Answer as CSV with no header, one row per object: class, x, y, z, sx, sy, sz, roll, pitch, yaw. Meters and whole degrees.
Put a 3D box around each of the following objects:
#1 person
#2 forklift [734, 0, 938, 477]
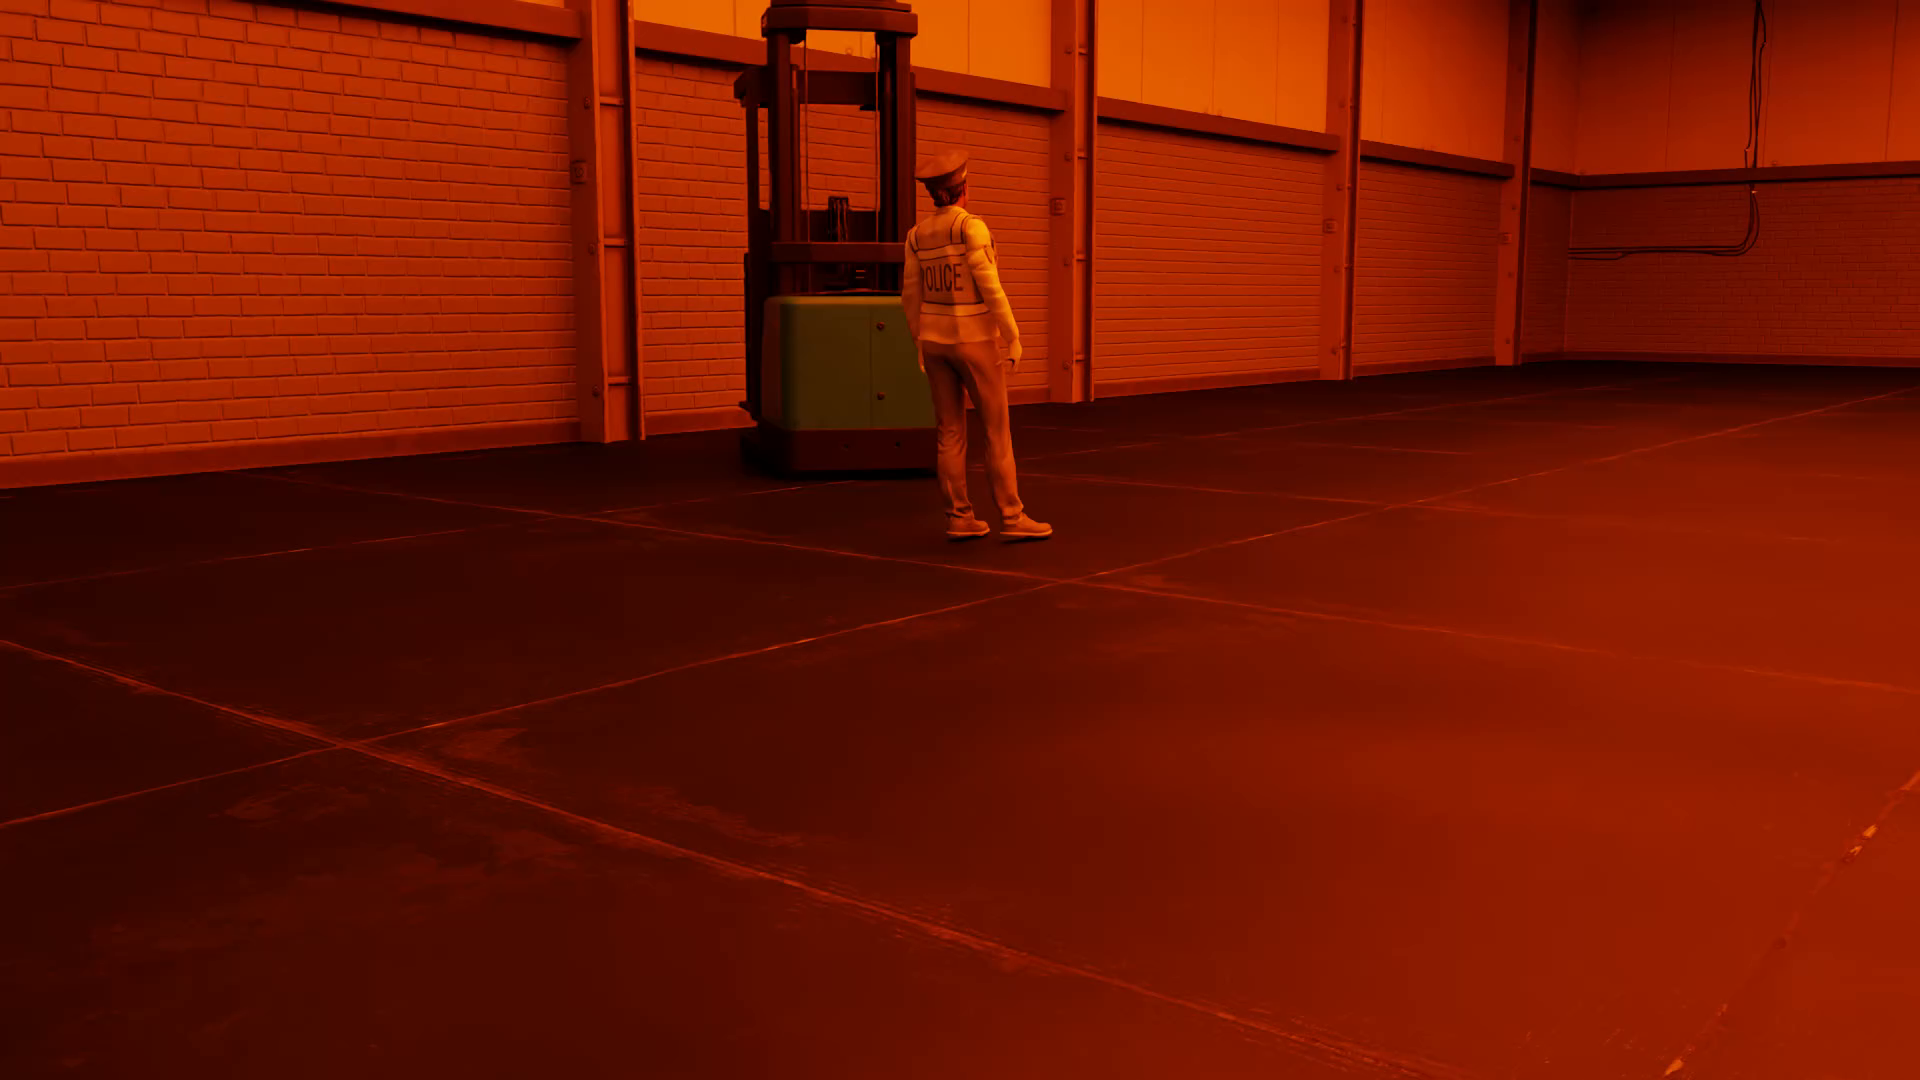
person,0.047,-0.853,7.329,0.587,1.696,0.534,7,11,38
forklift,-0.882,-2.004,10.976,1.130,2.935,3.031,-2,9,-14
